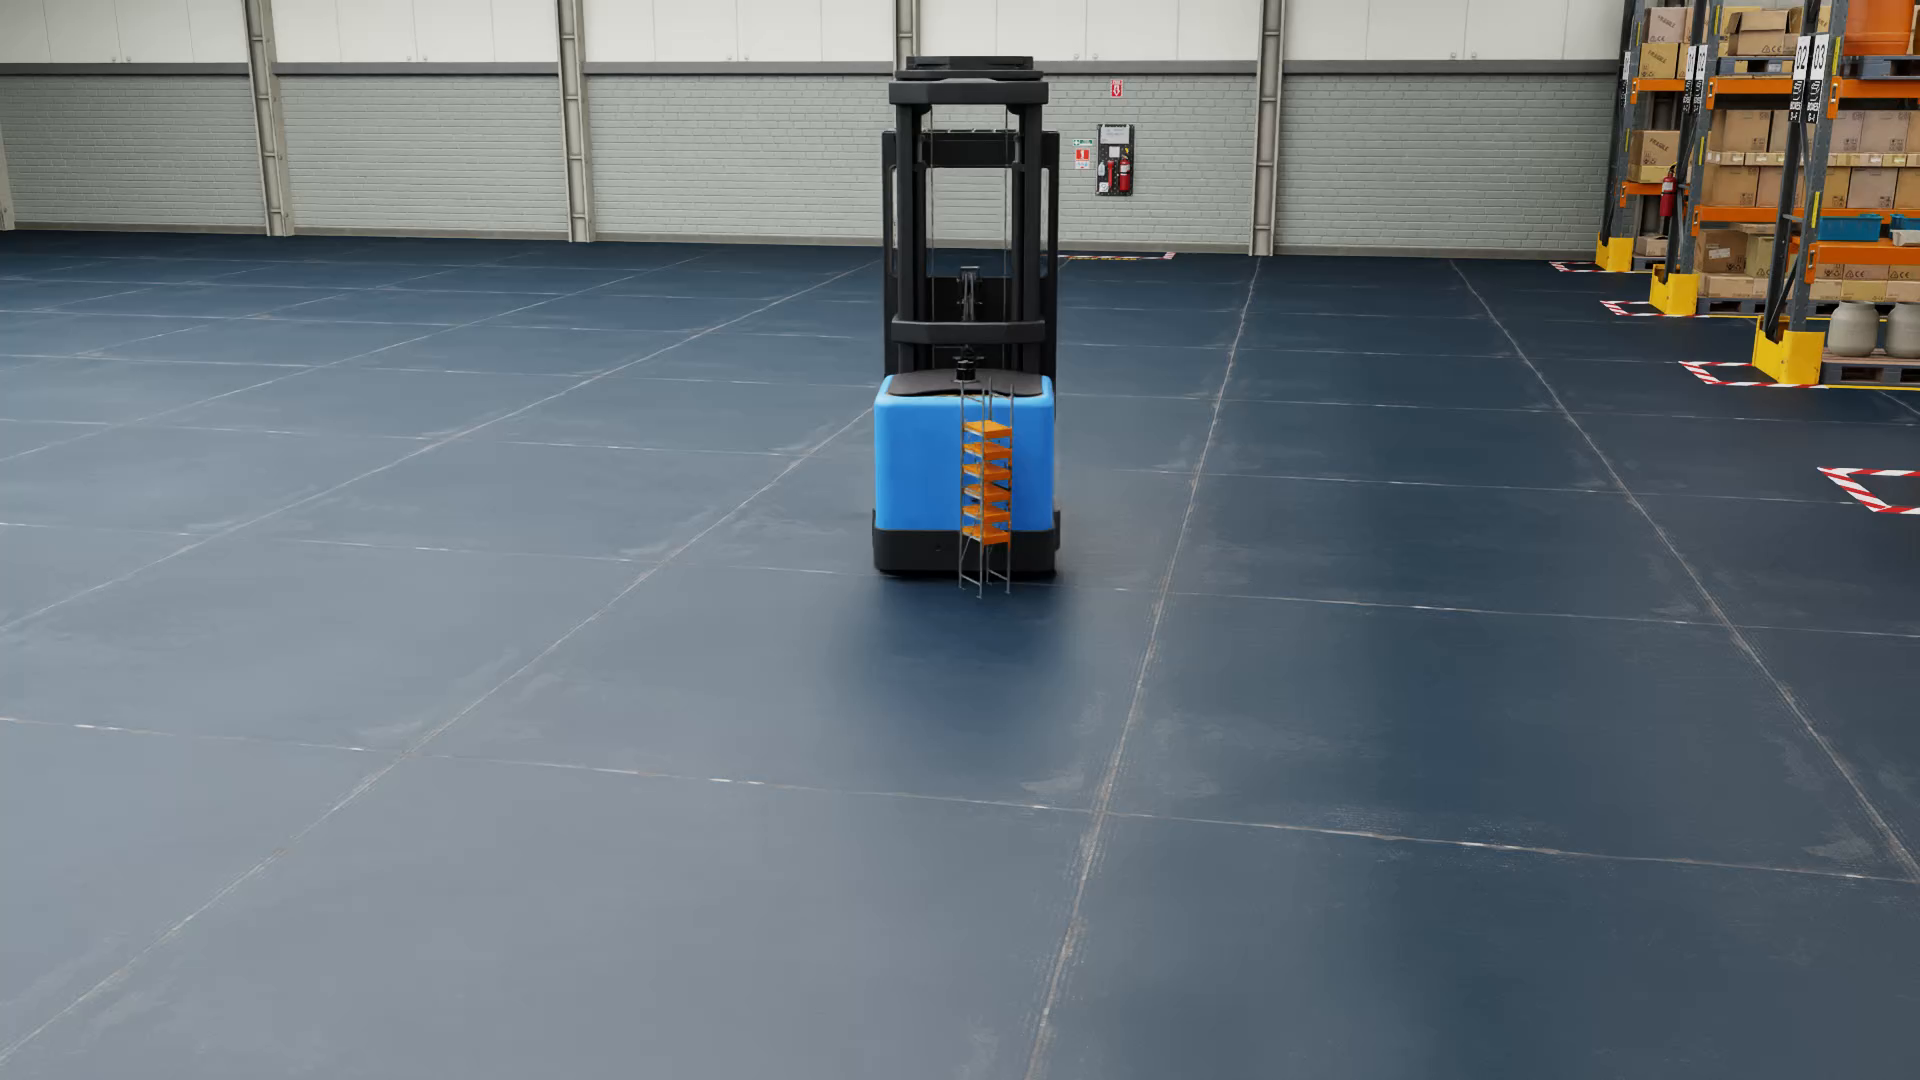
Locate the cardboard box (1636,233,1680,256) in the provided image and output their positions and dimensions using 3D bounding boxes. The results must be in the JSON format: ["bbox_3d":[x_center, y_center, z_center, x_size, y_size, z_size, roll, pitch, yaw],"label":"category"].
[{"bbox_3d":[10.668,-4.517,25.392,0.500,0.311,0.500,1,16,5],"label":"cardboard box"}]

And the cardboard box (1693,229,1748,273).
[{"bbox_3d":[9.609,-3.653,21.019,0.500,0.500,0.500,3,16,11],"label":"cardboard box"}]

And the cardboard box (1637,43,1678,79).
[{"bbox_3d":[10.286,-7.081,24.593,0.500,0.500,0.500,4,16,13],"label":"cardboard box"}]

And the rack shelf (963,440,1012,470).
[{"bbox_3d":[0.145,-0.471,9.203,0.180,0.103,0.258,-9,19,-30],"label":"rack shelf"}]

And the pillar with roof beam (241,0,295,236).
[{"bbox_3d":[-13.510,-8.892,25.735,0.400,9.000,9.100,3,16,11],"label":"pillar with roof beam"}]

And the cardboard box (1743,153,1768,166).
[{"bbox_3d":[9.625,-4.635,20.204,0.250,0.149,0.380,3,16,10],"label":"cardboard box"}]

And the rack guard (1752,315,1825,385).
[{"bbox_3d":[8.118,-1.873,16.317,0.348,0.500,1.175,3,16,11],"label":"rack guard"}]

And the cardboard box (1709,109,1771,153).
[{"bbox_3d":[9.531,-5.007,20.332,0.500,0.500,0.700,3,16,11],"label":"cardboard box"}]

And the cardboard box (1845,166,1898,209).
[{"bbox_3d":[10.997,-4.303,20.221,0.500,0.500,0.700,4,16,13],"label":"cardboard box"}]

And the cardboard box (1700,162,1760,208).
[{"bbox_3d":[9.479,-4.385,20.515,0.500,0.500,0.700,3,16,11],"label":"cardboard box"}]

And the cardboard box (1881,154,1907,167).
[{"bbox_3d":[11.130,-4.553,19.906,0.250,0.149,0.380,4,16,13],"label":"cardboard box"}]

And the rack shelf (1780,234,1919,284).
[{"bbox_3d":[9.994,-2.616,15.665,4.000,0.370,1.077,3,16,11],"label":"rack shelf"}]

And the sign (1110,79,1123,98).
[{"bbox_3d":[2.585,-7.454,27.441,0.199,0.298,0.001,3,16,11],"label":"sign"}]

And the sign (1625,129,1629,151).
[{"bbox_3d":[9.900,-5.936,24.681,0.005,0.325,0.100,3,16,11],"label":"sign"}]

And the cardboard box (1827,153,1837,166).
[{"bbox_3d":[10.378,-4.594,20.055,0.250,0.149,0.380,3,16,9],"label":"cardboard box"}]

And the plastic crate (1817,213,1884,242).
[{"bbox_3d":[8.584,-3.049,16.160,0.616,0.251,0.499,3,16,11],"label":"plastic crate"}]

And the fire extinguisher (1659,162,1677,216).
[{"bbox_3d":[9.001,-4.455,21.102,0.183,0.674,0.296,3,16,11],"label":"fire extinguisher"}]

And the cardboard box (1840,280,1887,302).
[{"bbox_3d":[10.975,-3.075,20.339,0.500,0.250,0.500,3,16,11],"label":"cardboard box"}]

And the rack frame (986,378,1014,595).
[{"bbox_3d":[0.221,-0.297,9.305,0.006,1.200,0.240,-9,19,-30],"label":"rack frame"}]

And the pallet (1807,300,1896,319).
[{"bbox_3d":[10.974,-2.926,20.659,1.213,0.211,1.003,3,16,11],"label":"pallet"}]

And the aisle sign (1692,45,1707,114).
[{"bbox_3d":[8.899,-5.541,20.007,0.004,0.787,0.394,3,16,11],"label":"aisle sign"}]

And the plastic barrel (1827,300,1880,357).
[{"bbox_3d":[8.694,-2.058,16.175,0.421,0.512,0.421,0,15,0],"label":"plastic barrel"}]

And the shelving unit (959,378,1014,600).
[{"bbox_3d":[0.143,-0.284,9.259,0.189,1.200,0.258,-9,19,-30],"label":"shelving unit"}]

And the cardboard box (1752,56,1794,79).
[{"bbox_3d":[11.844,-6.994,24.277,0.500,0.500,0.500,4,16,15],"label":"cardboard box"}]

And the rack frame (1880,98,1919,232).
[{"bbox_3d":[13.928,-5.448,24.541,0.127,3.000,1.000,3,16,11],"label":"rack frame"}]

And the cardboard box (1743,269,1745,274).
[{"bbox_3d":[10.101,-3.267,21.033,0.500,0.250,0.500,3,16,11],"label":"cardboard box"}]

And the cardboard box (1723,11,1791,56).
[{"bbox_3d":[9.587,-6.098,20.027,0.637,0.503,0.797,4,16,15],"label":"cardboard box"}]

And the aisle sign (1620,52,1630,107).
[{"bbox_3d":[9.878,-6.839,24.693,0.004,0.787,0.394,3,16,11],"label":"aisle sign"}]

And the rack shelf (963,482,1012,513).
[{"bbox_3d":[0.142,-0.241,9.271,0.180,0.103,0.258,-9,19,-30],"label":"rack shelf"}]

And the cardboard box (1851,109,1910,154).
[{"bbox_3d":[11.033,-4.928,20.044,0.500,0.500,0.700,3,16,11],"label":"cardboard box"}]

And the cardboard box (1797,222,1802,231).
[{"bbox_3d":[12.903,-4.500,24.978,0.500,0.500,0.500,2,16,7],"label":"cardboard box"}]

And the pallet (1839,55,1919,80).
[{"bbox_3d":[8.825,-4.354,15.327,1.213,0.211,1.003,3,16,11],"label":"pallet"}]

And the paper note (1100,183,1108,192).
[{"bbox_3d":[2.413,-5.914,27.872,0.142,0.148,0.016,3,16,11],"label":"paper note"}]

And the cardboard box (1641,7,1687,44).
[{"bbox_3d":[10.337,-7.562,24.456,0.500,0.500,0.500,2,16,7],"label":"cardboard box"}]

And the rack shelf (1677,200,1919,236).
[{"bbox_3d":[10.984,-3.912,20.343,4.000,0.370,1.077,3,16,11],"label":"rack shelf"}]

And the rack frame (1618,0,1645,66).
[{"bbox_3d":[10.008,-8.552,24.509,0.127,3.000,1.000,3,16,11],"label":"rack frame"}]

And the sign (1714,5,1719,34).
[{"bbox_3d":[8.908,-6.125,19.580,0.005,0.325,0.100,3,16,11],"label":"sign"}]

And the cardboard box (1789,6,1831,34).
[{"bbox_3d":[12.330,-7.441,24.017,0.500,0.500,0.500,3,16,9],"label":"cardboard box"}]

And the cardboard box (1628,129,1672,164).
[{"bbox_3d":[10.512,-5.990,25.337,0.500,0.500,0.500,3,16,10],"label":"cardboard box"}]

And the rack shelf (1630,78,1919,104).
[{"bbox_3d":[11.968,-6.653,24.621,4.000,0.370,1.077,3,16,11],"label":"rack shelf"}]

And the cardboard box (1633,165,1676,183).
[{"bbox_3d":[10.423,-5.489,24.933,0.500,0.250,0.500,3,16,9],"label":"cardboard box"}]

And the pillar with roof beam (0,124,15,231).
[{"bbox_3d":[-19.390,-9.211,26.887,0.400,9.000,9.100,3,16,11],"label":"pillar with roof beam"}]

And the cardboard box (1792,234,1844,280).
[{"bbox_3d":[10.489,-3.468,20.350,0.500,0.500,0.500,3,16,11],"label":"cardboard box"}]

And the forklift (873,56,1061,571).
[{"bbox_3d":[0.075,-1.569,10.667,1.130,2.935,3.031,1,15,2],"label":"forklift"}]

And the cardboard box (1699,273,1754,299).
[{"bbox_3d":[9.506,-3.155,20.628,0.500,0.250,0.500,3,16,11],"label":"cardboard box"}]
